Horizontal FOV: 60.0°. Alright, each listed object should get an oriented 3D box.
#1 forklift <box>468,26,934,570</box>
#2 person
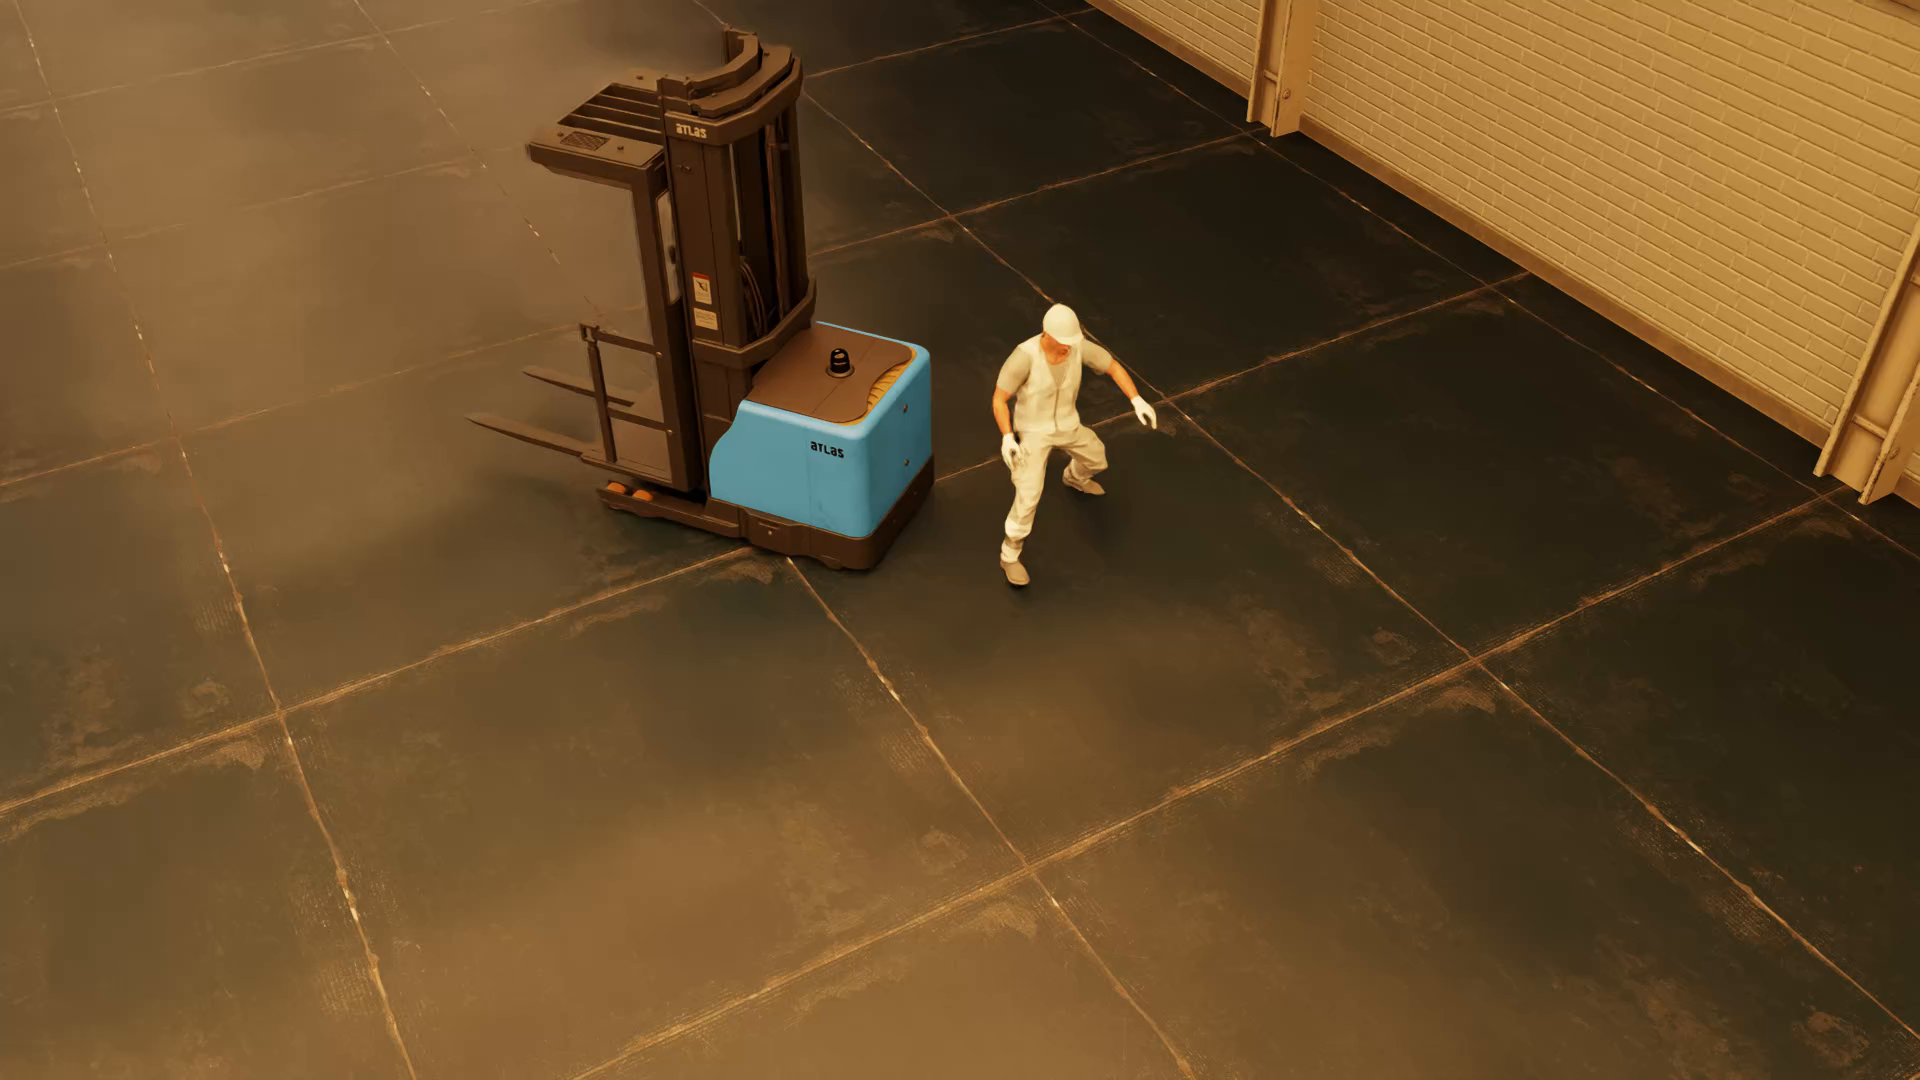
[{"bbox_3d":[-1.727,-1.567,9.925,3.031,2.935,1.130,16,42,18],"label":"forklift"},{"bbox_3d":[0.619,-0.664,9.907,1.020,1.628,0.929,-15,42,-17],"label":"person"}]
